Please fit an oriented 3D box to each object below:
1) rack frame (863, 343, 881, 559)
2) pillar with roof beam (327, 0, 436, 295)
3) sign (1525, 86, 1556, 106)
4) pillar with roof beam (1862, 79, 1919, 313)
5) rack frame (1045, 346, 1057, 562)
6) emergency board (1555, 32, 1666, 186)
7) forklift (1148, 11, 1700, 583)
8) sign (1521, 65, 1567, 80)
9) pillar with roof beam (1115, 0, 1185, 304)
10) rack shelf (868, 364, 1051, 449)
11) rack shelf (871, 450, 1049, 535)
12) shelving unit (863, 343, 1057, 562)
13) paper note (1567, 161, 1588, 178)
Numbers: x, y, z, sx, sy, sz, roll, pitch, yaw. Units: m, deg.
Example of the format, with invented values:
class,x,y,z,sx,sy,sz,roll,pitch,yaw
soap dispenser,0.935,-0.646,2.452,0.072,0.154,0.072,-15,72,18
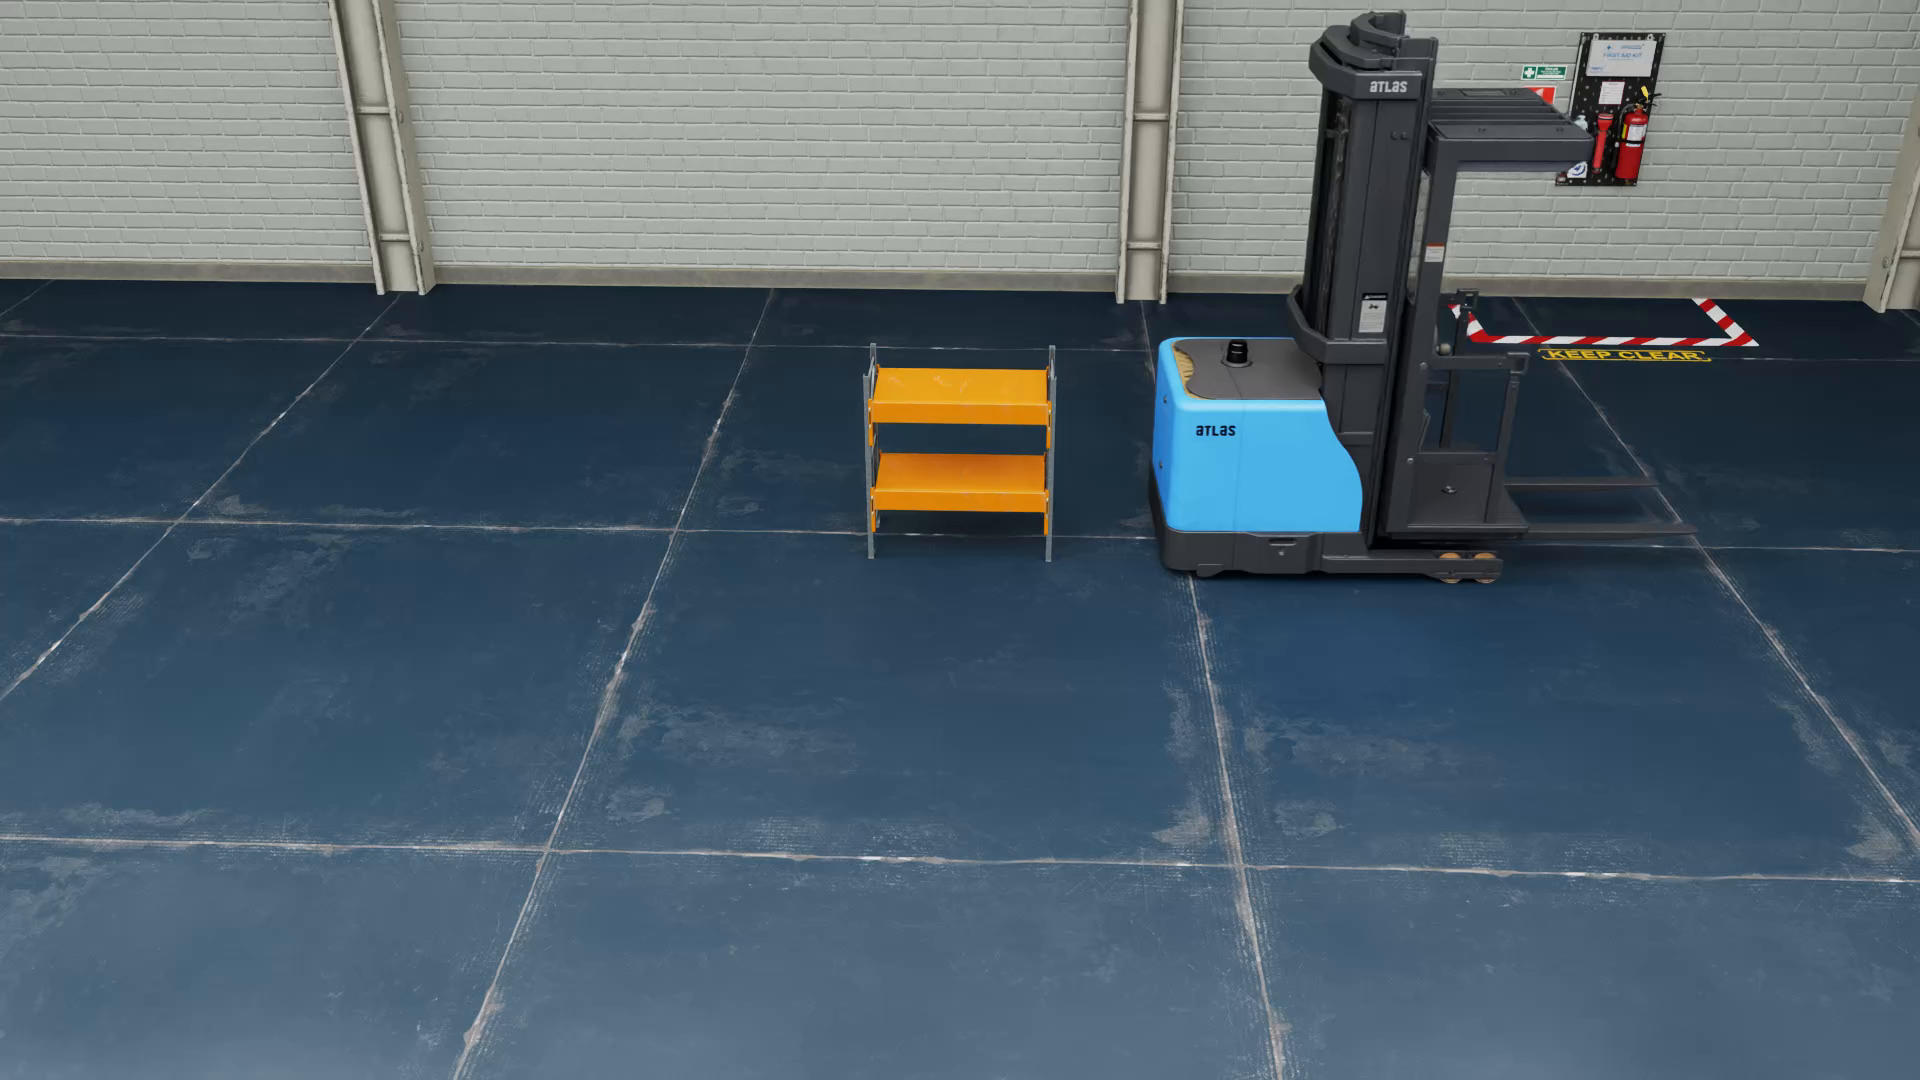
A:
class,x,y,z,sx,sy,sz,roll,pitch,yaw
rack frame,-0.501,-0.505,9.502,0.032,1.125,0.500,1,28,2
pillar with roof beam,-4.687,-4.027,7.739,0.400,9.000,9.100,1,28,2
sign,4.440,-3.325,12.782,0.234,0.329,0.001,1,28,2
pillar with roof beam,7.305,-3.829,7.365,0.400,9.000,9.100,1,28,2
rack frame,0.515,-0.488,9.470,0.032,1.125,0.500,1,28,2
emergency board,4.989,-3.252,12.682,0.643,1.169,0.194,1,28,2
forklift,2.655,-1.304,9.081,3.031,2.935,1.130,0,28,0
sign,4.444,-3.555,12.650,0.331,0.109,0.001,1,28,2
pillar with roof beam,1.309,-3.928,7.552,0.400,9.000,9.100,1,28,2
rack shelf,0.007,-0.755,9.349,1.000,0.278,0.538,1,28,2
rack shelf,0.007,-0.281,9.601,1.000,0.278,0.538,1,28,2
shelving unit,0.007,-0.497,9.486,1.048,1.125,0.538,1,28,2
paper note,4.814,-2.898,12.955,0.142,0.148,0.016,1,28,2
